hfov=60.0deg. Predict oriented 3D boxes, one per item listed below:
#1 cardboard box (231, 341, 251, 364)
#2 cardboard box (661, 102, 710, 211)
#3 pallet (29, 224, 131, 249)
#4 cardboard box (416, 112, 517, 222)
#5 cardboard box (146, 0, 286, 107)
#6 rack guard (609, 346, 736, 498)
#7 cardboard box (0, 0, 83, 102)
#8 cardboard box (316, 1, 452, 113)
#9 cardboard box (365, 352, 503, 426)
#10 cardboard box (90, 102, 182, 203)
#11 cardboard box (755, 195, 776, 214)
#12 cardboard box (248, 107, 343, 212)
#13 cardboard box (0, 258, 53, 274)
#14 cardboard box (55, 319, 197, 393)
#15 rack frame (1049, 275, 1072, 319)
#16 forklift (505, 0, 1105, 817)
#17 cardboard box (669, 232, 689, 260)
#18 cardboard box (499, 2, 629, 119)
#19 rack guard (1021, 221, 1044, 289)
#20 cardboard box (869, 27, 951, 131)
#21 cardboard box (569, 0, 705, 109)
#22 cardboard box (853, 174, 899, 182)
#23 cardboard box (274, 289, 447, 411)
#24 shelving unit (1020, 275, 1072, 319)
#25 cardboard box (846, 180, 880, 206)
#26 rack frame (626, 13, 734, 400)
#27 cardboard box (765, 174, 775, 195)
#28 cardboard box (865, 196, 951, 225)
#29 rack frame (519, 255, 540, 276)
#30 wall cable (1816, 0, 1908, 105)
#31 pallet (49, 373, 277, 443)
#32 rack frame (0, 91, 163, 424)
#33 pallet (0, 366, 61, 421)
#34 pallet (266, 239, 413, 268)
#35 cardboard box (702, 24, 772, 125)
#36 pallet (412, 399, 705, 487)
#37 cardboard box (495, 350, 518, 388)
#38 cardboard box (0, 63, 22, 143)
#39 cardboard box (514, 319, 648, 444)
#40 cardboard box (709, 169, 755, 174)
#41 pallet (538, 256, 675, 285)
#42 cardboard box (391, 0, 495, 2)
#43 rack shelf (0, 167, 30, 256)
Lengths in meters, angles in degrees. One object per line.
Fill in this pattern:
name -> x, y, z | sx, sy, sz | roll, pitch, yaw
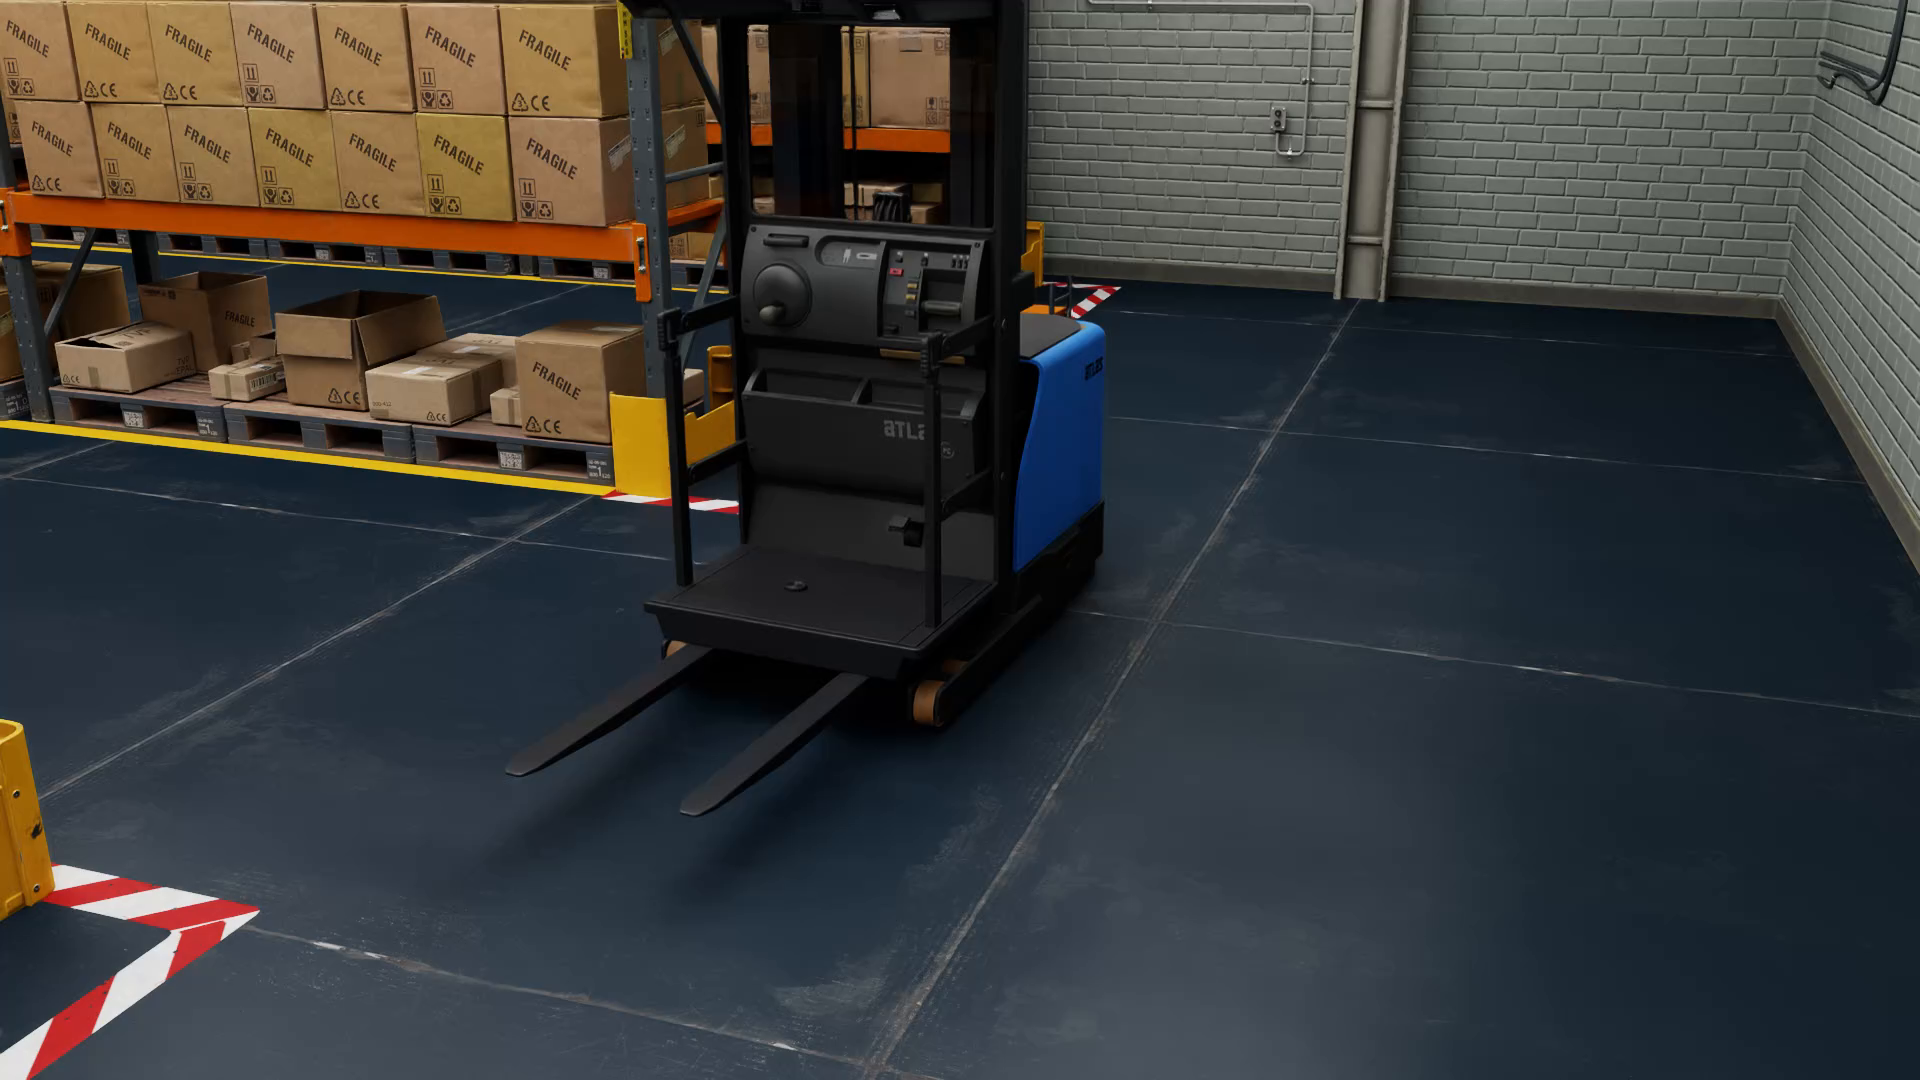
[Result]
cardboard box -> -4.080, -1.105, 9.853 | 0.250, 0.149, 0.380 | 7, 20, 18
cardboard box -> -1.639, -1.984, 8.559 | 0.500, 0.500, 0.500 | 7, 20, 19
pallet -> -7.979, -2.980, 15.804 | 1.213, 0.211, 1.003 | 7, 20, 18
cardboard box -> -2.310, -1.873, 8.240 | 0.500, 0.500, 0.500 | 7, 20, 19
cardboard box -> -3.759, -2.509, 8.545 | 0.500, 0.500, 0.500 | 6, 20, 16
rack guard -> -1.378, -0.635, 8.638 | 0.348, 0.500, 1.175 | 7, 20, 18
cardboard box -> -4.732, -2.620, 8.865 | 0.500, 0.500, 0.500 | 7, 20, 19
cardboard box -> -2.786, -2.398, 8.227 | 0.500, 0.500, 0.500 | 7, 20, 20
cardboard box -> -2.788, -0.810, 8.853 | 0.500, 0.250, 0.500 | 7, 20, 18
cardboard box -> -4.208, -2.092, 8.869 | 0.500, 0.500, 0.500 | 7, 20, 19
cardboard box -> -1.326, -2.518, 13.403 | 0.500, 0.500, 0.700 | 6, 20, 16
cardboard box -> -3.255, -1.983, 8.556 | 0.500, 0.500, 0.500 | 6, 20, 17
cardboard box -> -5.969, -1.449, 10.304 | 0.500, 0.500, 0.500 | 7, 20, 19
cardboard box -> -4.759, -1.065, 9.490 | 0.500, 0.311, 0.500 | 7, 20, 18
rack frame -> 0.434, -0.553, 7.339 | 0.015, 1.200, 0.240 | 8, 21, 22
forklift -> -0.437, -0.898, 5.700 | 1.130, 2.935, 3.031 | 8, 21, 22
cardboard box -> -2.316, -2.630, 13.723 | 0.500, 0.500, 0.700 | 6, 20, 18
cardboard box -> -1.817, -2.289, 7.915 | 0.500, 0.500, 0.500 | 6, 20, 18
rack guard -> 0.339, -2.165, 13.027 | 0.348, 0.500, 1.175 | 7, 20, 18
cardboard box -> -0.169, -3.541, 12.723 | 0.700, 0.700, 0.980 | 7, 21, 21
cardboard box -> -1.639, -2.456, 8.395 | 0.500, 0.500, 0.500 | 7, 20, 20
cardboard box -> -0.673, -2.820, 13.282 | 0.250, 0.149, 0.380 | 7, 20, 18
cardboard box -> -3.308, -1.067, 9.203 | 0.637, 0.503, 0.797 | 7, 20, 18
shelving unit -> 0.211, -0.585, 7.431 | 0.503, 1.200, 0.258 | 8, 21, 22
cardboard box -> -0.801, -2.701, 12.942 | 0.250, 0.149, 0.380 | 7, 20, 20
rack frame -> -1.306, -1.807, 8.203 | 0.127, 3.000, 1.000 | 7, 20, 18
cardboard box -> -1.393, -2.901, 13.517 | 0.250, 0.149, 0.380 | 7, 20, 19
cardboard box -> -0.378, -2.410, 13.093 | 0.500, 0.500, 0.700 | 7, 20, 18
rack frame -> -3.463, -3.780, 13.862 | 0.127, 3.000, 1.000 | 7, 20, 18
wall cable -> 5.541, -3.992, 10.075 | 0.112, 2.526, 3.097 | 7, 20, 18
pallet -> -4.436, -0.848, 9.688 | 1.213, 0.211, 1.003 | 7, 20, 18
rack frame -> -5.085, -2.239, 9.443 | 0.127, 3.000, 1.000 | 7, 20, 18
pallet -> -5.865, -0.998, 10.120 | 1.213, 0.211, 1.003 | 7, 20, 18
pallet -> -5.373, -2.654, 14.870 | 1.213, 0.211, 1.003 | 7, 20, 18
cardboard box -> -1.577, -3.702, 13.183 | 0.700, 0.700, 0.980 | 6, 20, 15
pallet -> -2.131, -0.584, 8.932 | 1.213, 0.211, 1.003 | 7, 20, 18
cardboard box -> -2.199, -0.917, 9.160 | 0.500, 0.250, 0.500 | 7, 20, 18
cardboard box -> -5.459, -2.605, 9.703 | 0.500, 0.500, 0.700 | 0, 19, 0
cardboard box -> -1.901, -0.817, 8.491 | 0.500, 0.500, 0.500 | 7, 20, 18
cardboard box -> -1.876, -2.957, 13.675 | 0.250, 0.149, 0.380 | 7, 20, 19
pallet -> -2.770, -2.356, 14.016 | 1.213, 0.211, 1.003 | 7, 20, 18
cardboard box -> -2.606, -2.566, 8.709 | 0.500, 0.500, 0.500 | 7, 20, 19
rack shelf -> -6.974, -2.115, 10.181 | 4.000, 0.370, 1.077 | 7, 20, 18
